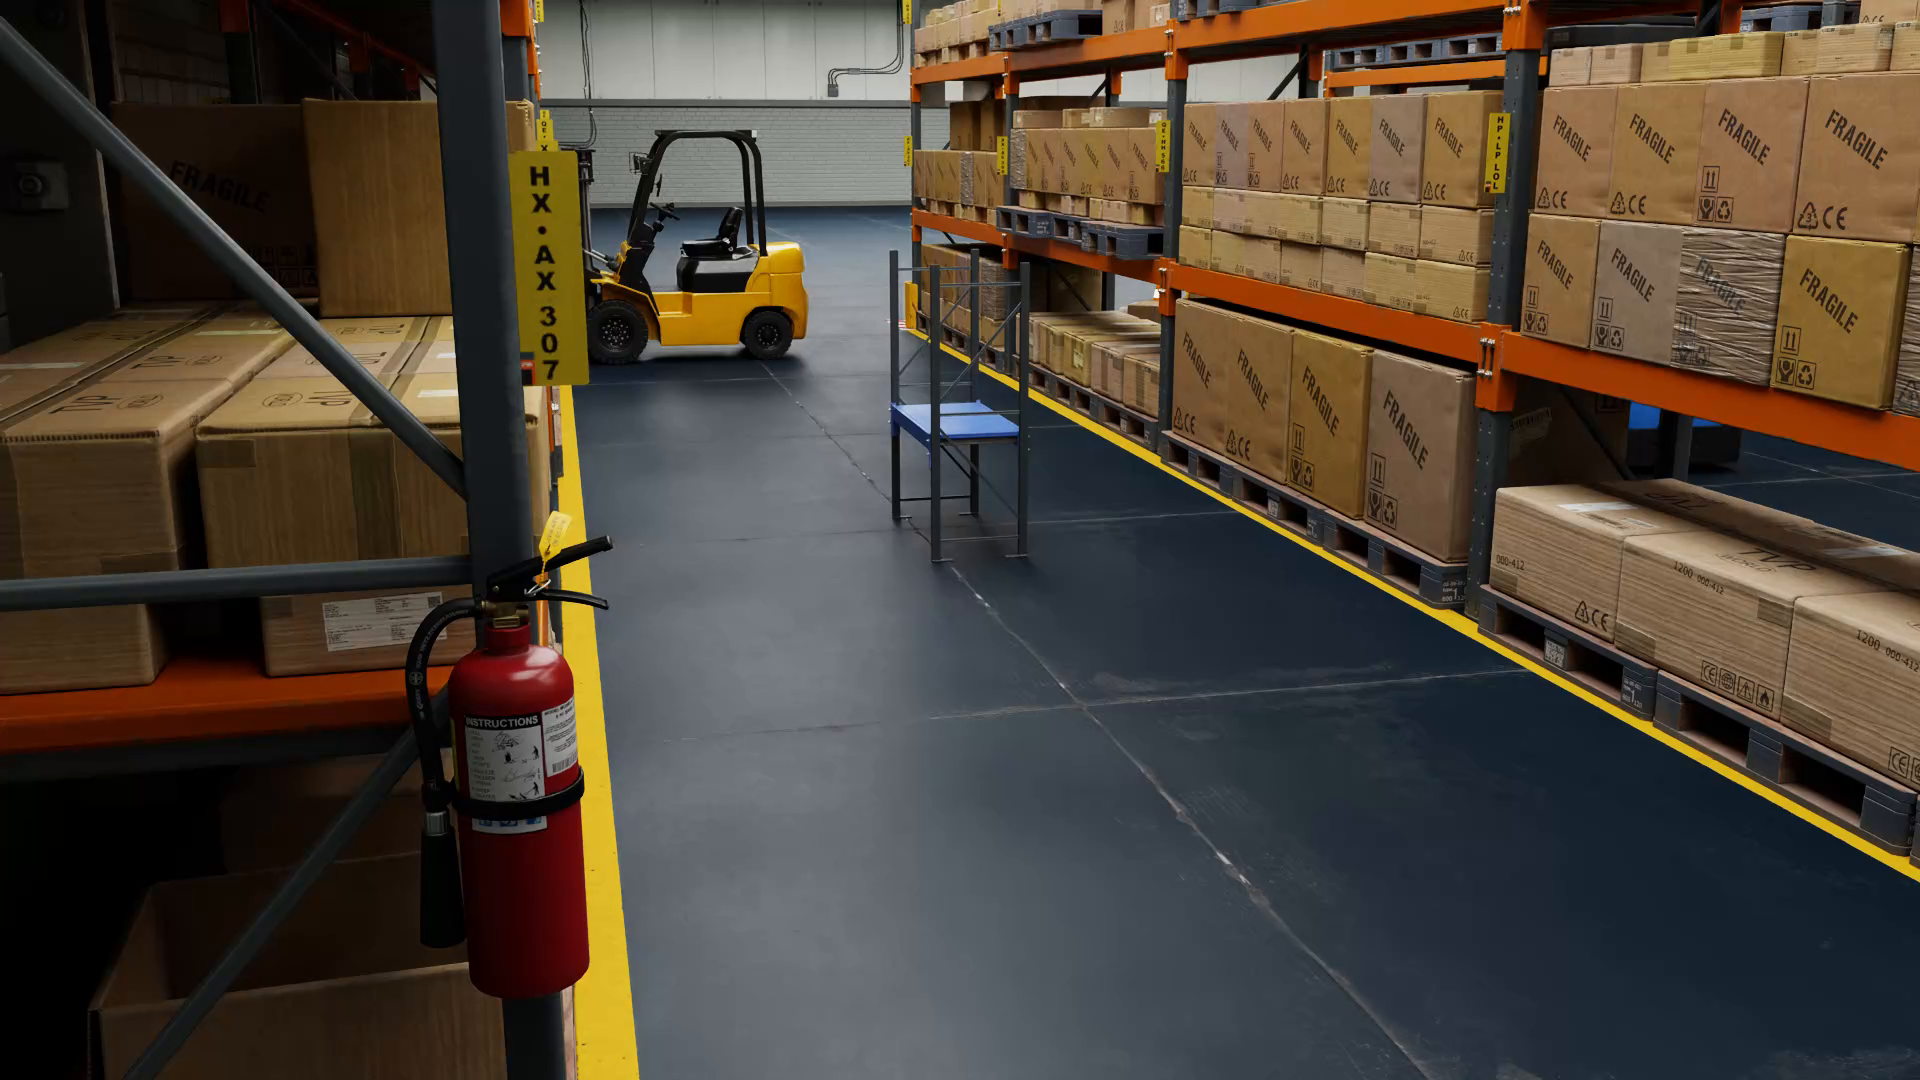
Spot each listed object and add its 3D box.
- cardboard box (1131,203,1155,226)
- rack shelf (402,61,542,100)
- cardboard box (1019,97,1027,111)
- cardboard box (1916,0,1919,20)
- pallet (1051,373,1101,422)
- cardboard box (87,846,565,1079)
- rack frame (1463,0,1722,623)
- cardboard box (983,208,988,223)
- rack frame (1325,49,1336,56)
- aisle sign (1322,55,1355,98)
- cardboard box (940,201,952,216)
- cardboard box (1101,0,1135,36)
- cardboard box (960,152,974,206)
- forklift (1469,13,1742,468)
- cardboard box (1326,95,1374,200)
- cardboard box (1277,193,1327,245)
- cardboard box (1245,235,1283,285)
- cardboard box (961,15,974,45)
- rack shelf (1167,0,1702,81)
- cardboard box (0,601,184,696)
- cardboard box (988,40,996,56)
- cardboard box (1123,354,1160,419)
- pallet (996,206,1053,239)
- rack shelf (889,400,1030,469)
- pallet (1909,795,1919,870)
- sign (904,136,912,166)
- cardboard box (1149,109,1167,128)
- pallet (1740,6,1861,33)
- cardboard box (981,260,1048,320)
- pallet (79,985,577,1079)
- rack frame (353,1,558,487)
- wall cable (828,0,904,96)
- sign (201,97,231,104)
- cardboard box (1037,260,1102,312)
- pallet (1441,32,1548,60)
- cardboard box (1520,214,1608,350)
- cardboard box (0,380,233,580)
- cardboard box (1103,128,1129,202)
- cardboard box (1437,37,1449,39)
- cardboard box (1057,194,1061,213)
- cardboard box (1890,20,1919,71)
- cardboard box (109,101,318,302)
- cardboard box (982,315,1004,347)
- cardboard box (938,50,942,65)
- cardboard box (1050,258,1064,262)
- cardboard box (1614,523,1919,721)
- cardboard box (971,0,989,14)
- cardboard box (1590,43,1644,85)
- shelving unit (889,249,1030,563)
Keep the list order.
[{"bbox_3d":[1.400,-2.253,11.472,0.380,0.149,0.250,-3,14,-12],"label":"cardboard box"},{"bbox_3d":[-4.395,-4.265,15.258,1.077,0.370,4.000,-3,14,-13],"label":"rack shelf"},{"bbox_3d":[0.908,-3.885,15.563,0.700,0.500,0.500,-3,14,-13],"label":"cardboard box"},{"bbox_3d":[6.626,-3.594,10.786,0.500,0.500,0.500,-3,14,-13],"label":"cardboard box"},{"bbox_3d":[1.373,-1.157,13.218,1.003,0.211,1.213,-3,14,-13],"label":"pallet"},{"bbox_3d":[-1.158,0.935,3.155,0.797,0.503,0.637,-4,14,-15],"label":"cardboard box"},{"bbox_3d":[2.778,-1.128,7.222,1.000,3.000,0.127,-3,14,-13],"label":"rack frame"},{"bbox_3d":[0.432,-3.088,15.776,0.380,0.149,0.250,-3,14,-14],"label":"cardboard box"},{"bbox_3d":[4.748,-7.109,19.066,1.000,3.000,0.127,-3,14,-13],"label":"rack frame"},{"bbox_3d":[4.439,-5.458,19.468,0.394,0.787,0.004,-3,14,-13],"label":"aisle sign"},{"bbox_3d":[0.003,-3.442,17.224,0.380,0.149,0.250,-3,14,-12],"label":"cardboard box"},{"bbox_3d":[1.453,-3.908,12.065,0.797,0.503,0.637,-3,14,-13],"label":"cardboard box"},{"bbox_3d":[0.299,-3.493,16.065,0.500,0.500,0.500,-3,14,-12],"label":"cardboard box"},{"bbox_3d":[4.213,-2.181,11.679,1.130,2.935,3.031,-3,14,-12],"label":"forklift"},{"bbox_3d":[2.200,-1.988,8.426,0.500,0.500,0.500,-3,14,-11],"label":"cardboard box"},{"bbox_3d":[2.049,-1.737,8.979,0.500,0.250,0.500,-3,14,-12],"label":"cardboard box"},{"bbox_3d":[1.964,-1.612,9.520,0.500,0.250,0.500,-3,14,-11],"label":"cardboard box"},{"bbox_3d":[0.308,-4.824,15.720,0.500,0.250,0.500,-4,14,-14],"label":"cardboard box"},{"bbox_3d":[2.308,-2.697,8.840,1.077,0.370,4.000,-3,14,-13],"label":"rack shelf"},{"bbox_3d":[-1.445,0.133,2.591,0.380,0.149,0.250,-3,14,-14],"label":"cardboard box"},{"bbox_3d":[0.471,-4.485,15.173,0.380,0.149,0.250,-3,14,-13],"label":"cardboard box"},{"bbox_3d":[1.716,-1.109,11.797,0.950,0.372,0.625,-4,14,-17],"label":"cardboard box"},{"bbox_3d":[0.937,-2.696,14.044,1.003,0.211,1.213,-3,14,-13],"label":"pallet"},{"bbox_3d":[-0.020,-0.574,8.872,0.538,0.185,1.000,-3,14,-13],"label":"rack shelf"},{"bbox_3d":[3.454,0.970,4.513,1.003,0.211,1.213,-3,14,-13],"label":"pallet"},{"bbox_3d":[-0.568,-4.286,18.327,0.100,0.325,0.005,-3,14,-13],"label":"sign"},{"bbox_3d":[1.489,-3.371,13.317,0.380,0.149,0.250,-4,14,-16],"label":"cardboard box"},{"bbox_3d":[6.424,-3.861,12.486,1.213,0.211,1.003,-3,14,-11],"label":"pallet"},{"bbox_3d":[0.499,-2.327,15.461,0.500,0.500,0.500,-3,14,-14],"label":"cardboard box"},{"bbox_3d":[-1.313,1.226,3.465,1.003,0.211,1.213,-3,14,-13],"label":"pallet"},{"bbox_3d":[-2.985,-1.773,9.863,1.000,3.000,0.127,-3,14,-13],"label":"rack frame"},{"bbox_3d":[-2.797,-16.173,49.001,2.305,6.003,0.169,-3,14,-13],"label":"wall cable"},{"bbox_3d":[-2.585,-1.381,5.819,0.100,0.325,0.005,-3,14,-13],"label":"sign"},{"bbox_3d":[1.023,-2.357,15.583,0.500,0.500,0.500,-3,14,-11],"label":"cardboard box"},{"bbox_3d":[5.505,-4.876,16.431,1.003,0.211,1.213,-3,14,-13],"label":"pallet"},{"bbox_3d":[2.634,-1.053,6.708,0.500,0.500,0.500,-3,14,-11],"label":"cardboard box"},{"bbox_3d":[-1.473,-0.090,2.666,0.500,0.250,0.500,-3,14,-12],"label":"cardboard box"},{"bbox_3d":[1.330,-2.656,11.754,0.500,0.500,0.500,-4,14,-14],"label":"cardboard box"},{"bbox_3d":[5.052,-5.161,16.843,0.380,0.149,0.250,-3,14,-12],"label":"cardboard box"},{"bbox_3d":[0.989,-2.672,13.188,0.380,0.149,0.250,-3,14,-13],"label":"cardboard box"},{"bbox_3d":[3.042,-1.479,4.975,0.380,0.149,0.250,-3,14,-11],"label":"cardboard box"},{"bbox_3d":[-1.955,-0.928,4.513,0.500,0.500,0.500,-4,14,-15],"label":"cardboard box"},{"bbox_3d":[0.499,-1.963,15.550,0.500,0.250,0.500,-3,14,-11],"label":"cardboard box"},{"bbox_3d":[-0.018,-4.962,17.126,0.380,0.149,0.250,-3,14,-14],"label":"cardboard box"},{"bbox_3d":[1.052,-2.704,15.637,0.380,0.149,0.250,-3,14,-12],"label":"cardboard box"},{"bbox_3d":[3.032,0.270,6.014,0.875,0.438,0.875,-4,14,-15],"label":"cardboard box"},{"bbox_3d":[0.314,-4.930,15.314,0.380,0.149,0.250,-3,14,-12],"label":"cardboard box"},{"bbox_3d":[2.676,-1.832,6.419,0.380,0.149,0.250,-3,14,-12],"label":"cardboard box"},{"bbox_3d":[-0.020,-0.748,8.830,0.538,1.500,1.048,-3,14,-13],"label":"shelving unit"}]
